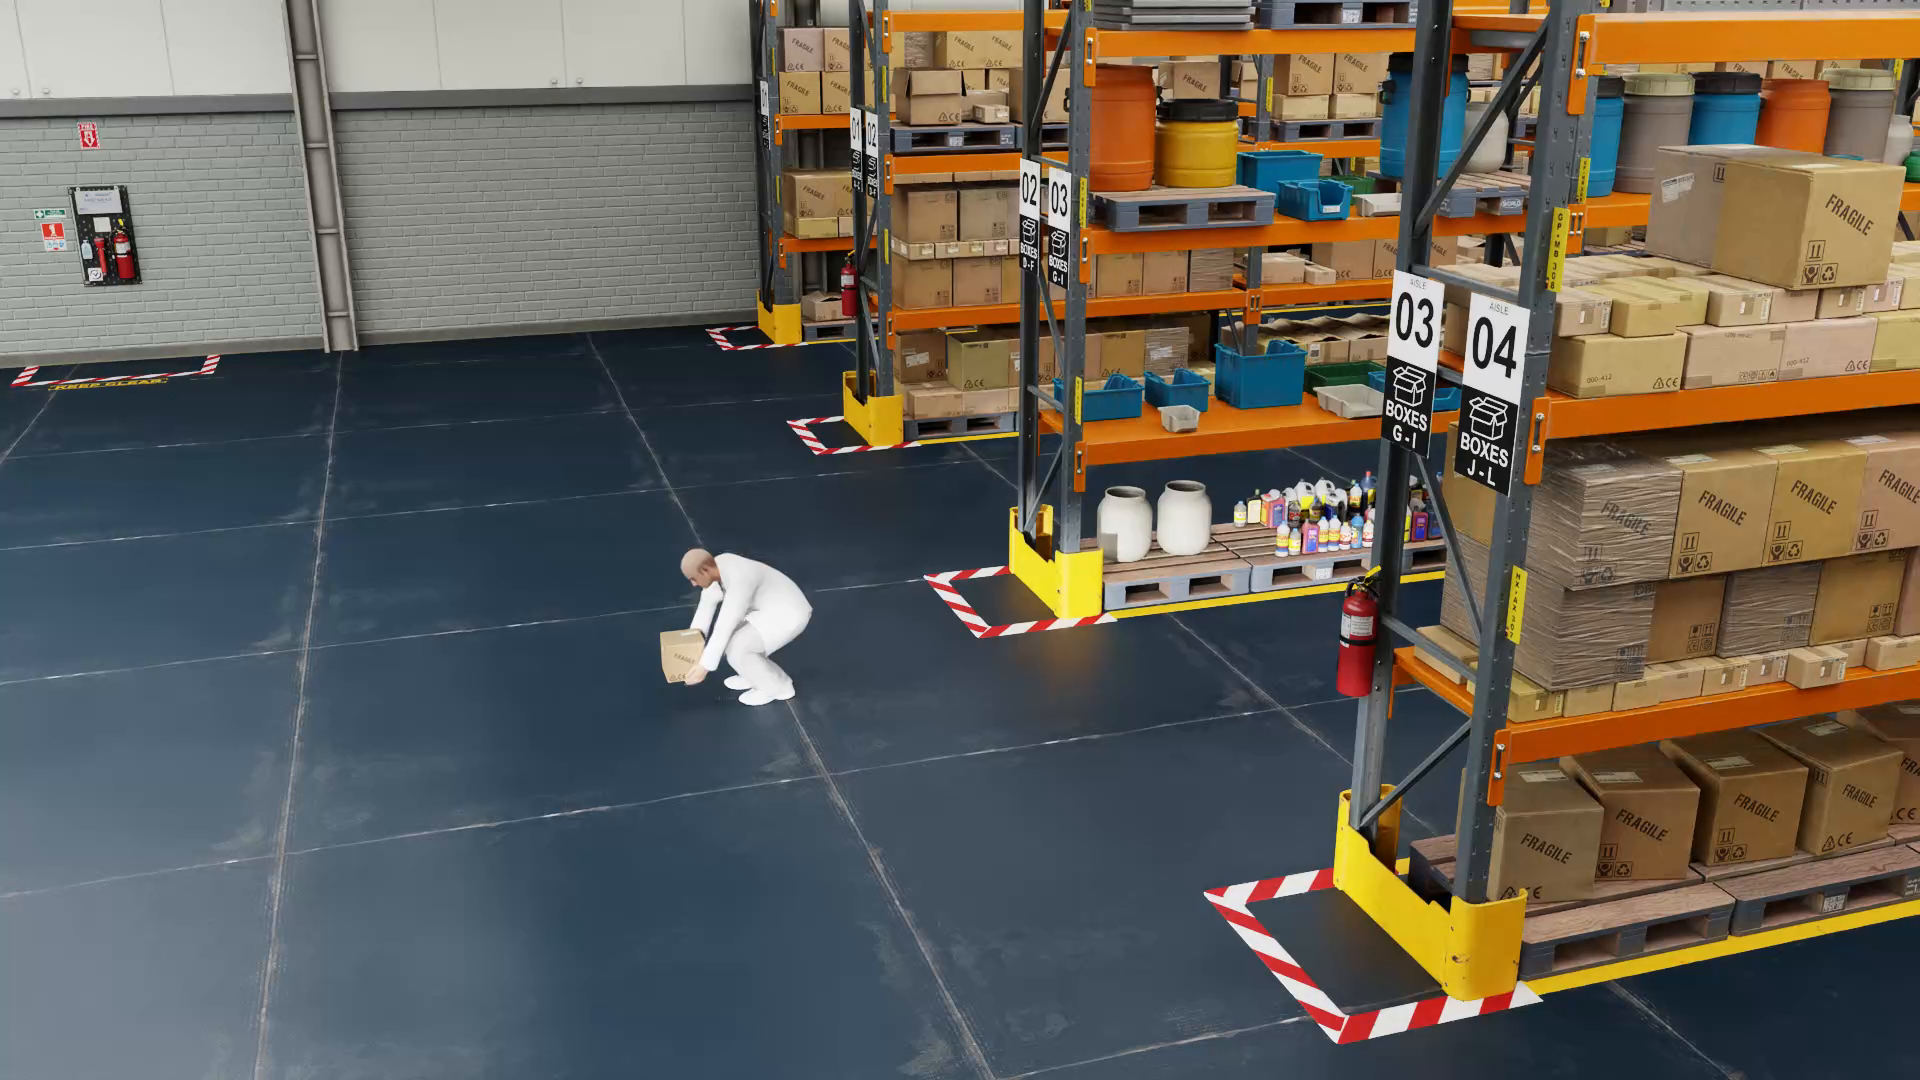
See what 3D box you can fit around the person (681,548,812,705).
[{"bbox_3d":[-1.388,0.516,10.689,0.892,1.062,0.608,-6,20,-17],"label":"person"}]
